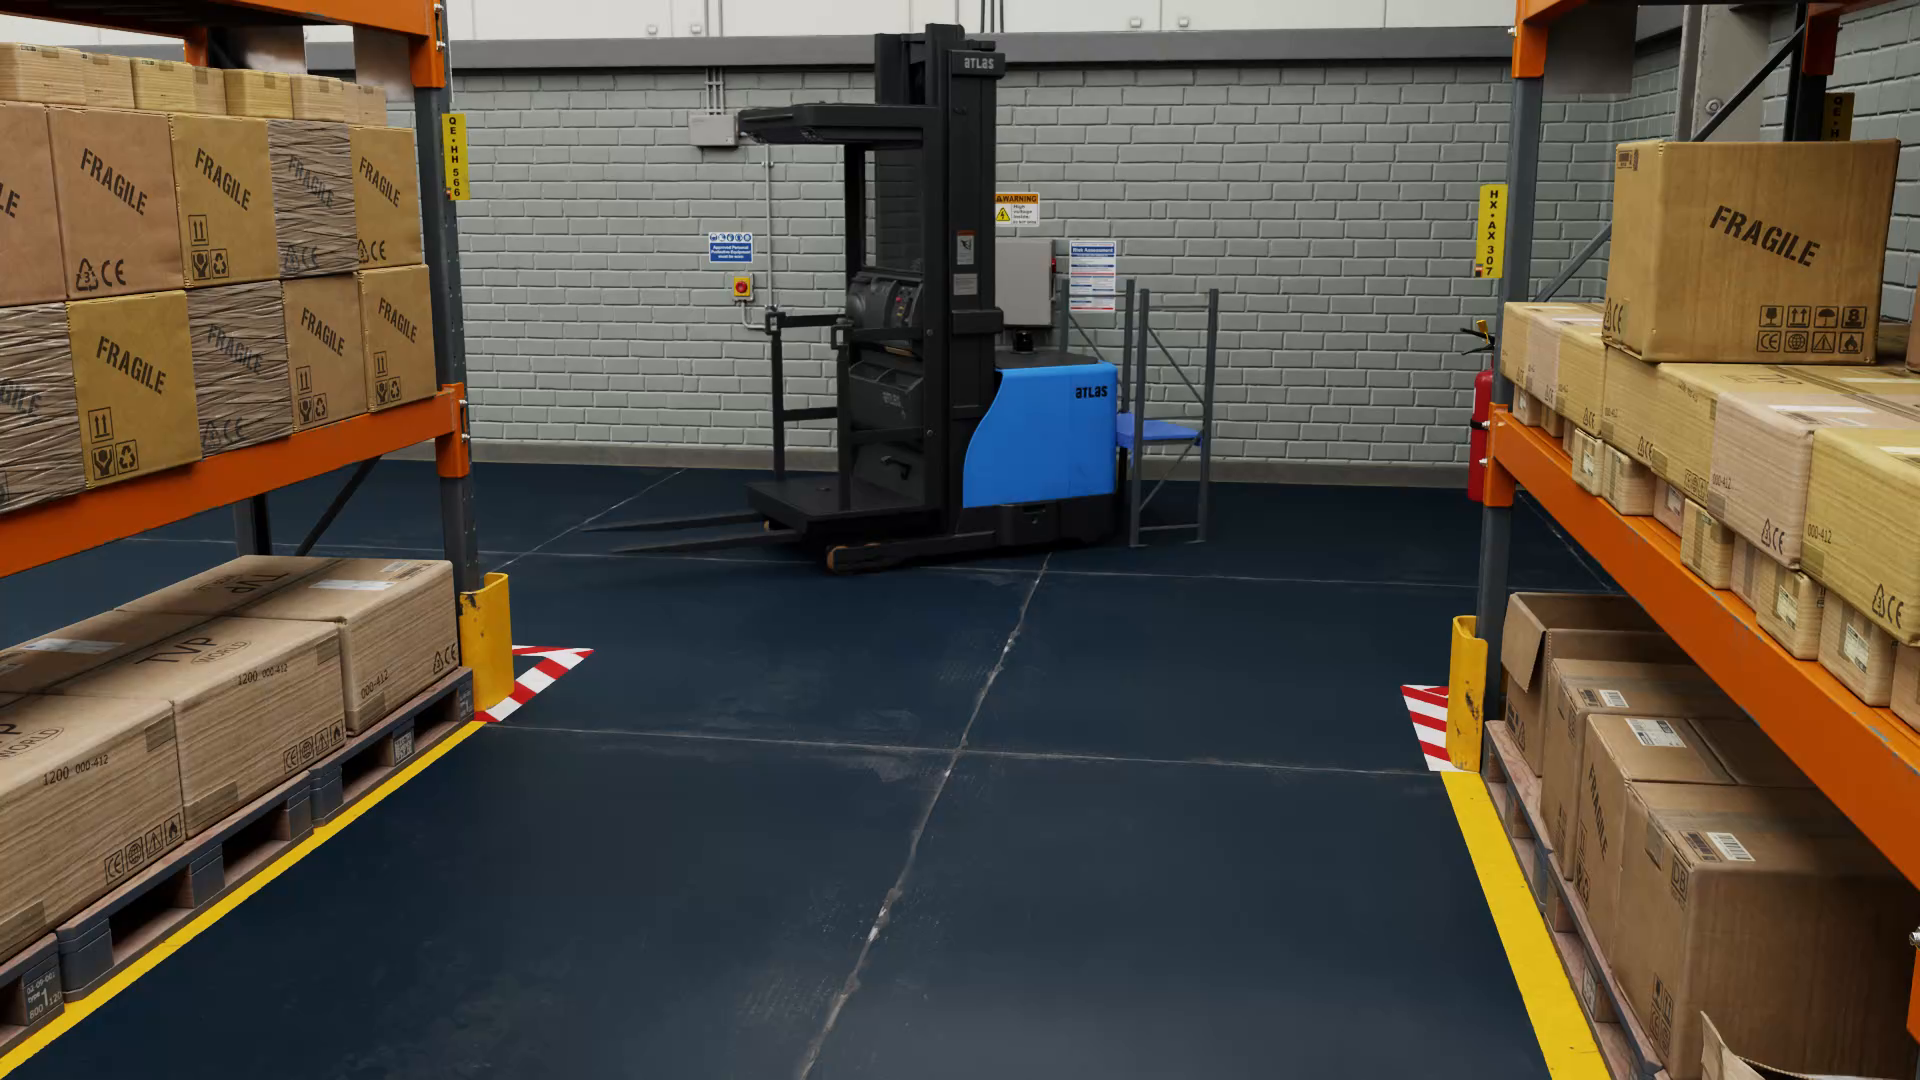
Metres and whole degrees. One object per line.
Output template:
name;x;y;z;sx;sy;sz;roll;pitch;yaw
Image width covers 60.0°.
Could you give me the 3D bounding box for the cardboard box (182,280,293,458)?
cardboard box;-2.454;-0.543;5.156;0.500;0.500;0.500;2;12;10

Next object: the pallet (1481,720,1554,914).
pallet;2.292;0.891;5.361;1.003;0.211;1.213;2;12;9

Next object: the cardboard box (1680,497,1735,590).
cardboard box;1.723;0.009;3.429;0.380;0.149;0.250;2;12;8

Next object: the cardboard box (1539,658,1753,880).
cardboard box;2.067;0.663;4.733;0.700;0.500;0.500;2;12;11

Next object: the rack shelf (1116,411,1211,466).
rack shelf;1.046;-0.631;10.184;0.538;0.185;1.000;-4;13;-22

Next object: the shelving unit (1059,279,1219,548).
shelving unit;1.050;-0.807;10.147;0.538;1.500;1.048;-4;13;-22

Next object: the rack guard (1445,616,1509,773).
rack guard;2.413;0.583;6.100;1.175;0.500;0.348;2;12;9

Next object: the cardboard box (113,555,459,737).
cardboard box;-2.483;0.373;6.226;0.875;0.438;0.875;1;12;7

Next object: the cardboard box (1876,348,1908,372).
cardboard box;2.375;-0.303;3.930;0.500;0.250;0.500;2;12;9

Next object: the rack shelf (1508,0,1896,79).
rack shelf;2.117;-1.353;3.738;1.077;0.370;4.000;2;12;9

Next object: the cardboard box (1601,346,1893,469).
cardboard box;1.879;-0.323;4.023;0.500;0.250;0.500;2;12;7

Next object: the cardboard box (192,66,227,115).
cardboard box;-2.499;-1.375;5.102;0.380;0.149;0.250;2;12;8

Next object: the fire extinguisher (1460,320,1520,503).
fire extinguisher;1.991;-0.480;6.169;0.296;0.674;0.183;2;12;9

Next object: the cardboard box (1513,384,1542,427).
cardboard box;2.103;-0.472;5.661;0.380;0.149;0.250;2;12;8

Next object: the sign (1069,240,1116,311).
sign;0.937;-1.871;11.782;0.329;0.494;0.001;2;12;9

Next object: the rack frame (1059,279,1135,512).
rack frame;0.855;-0.906;10.606;0.500;1.500;0.032;-4;13;-22

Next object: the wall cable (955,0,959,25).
wall cable;-1.141;-4.916;11.442;2.355;3.000;0.029;2;12;9

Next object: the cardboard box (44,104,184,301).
cardboard box;-2.529;-0.927;4.564;0.500;0.500;0.500;2;12;8

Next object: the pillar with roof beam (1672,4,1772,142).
pillar with roof beam;-0.523;-4.259;8.395;9.100;9.000;0.400;2;12;9

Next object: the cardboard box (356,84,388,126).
cardboard box;-2.337;-1.588;6.092;0.380;0.149;0.250;2;12;9

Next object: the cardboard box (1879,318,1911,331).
cardboard box;2.536;-0.515;4.913;0.500;0.250;0.500;2;12;9

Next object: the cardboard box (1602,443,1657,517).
cardboard box;1.836;-0.150;4.166;0.380;0.149;0.250;2;12;10

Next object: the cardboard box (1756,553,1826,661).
cardboard box;1.644;0.117;2.929;0.380;0.149;0.250;2;12;10

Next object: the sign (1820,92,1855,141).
sign;2.970;-1.353;5.652;0.100;0.325;0.005;2;12;9

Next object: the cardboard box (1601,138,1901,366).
cardboard box;1.859;-0.695;3.969;0.500;0.500;0.500;2;12;10

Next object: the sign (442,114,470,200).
sign;-1.946;-1.476;6.411;0.100;0.325;0.005;2;12;9

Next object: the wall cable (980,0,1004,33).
wall cable;1.606;-4.836;10.983;2.988;3.039;0.133;2;12;9

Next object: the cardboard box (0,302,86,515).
cardboard box;-2.600;-0.328;4.158;0.500;0.500;0.500;2;12;9

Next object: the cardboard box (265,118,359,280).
cardboard box;-2.370;-1.134;5.527;0.500;0.500;0.500;2;12;9

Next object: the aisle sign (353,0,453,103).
aisle sign;-2.163;-2.090;6.402;0.394;0.787;0.004;2;12;9

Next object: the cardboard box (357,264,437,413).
cardboard box;-2.293;-0.754;6.137;0.500;0.500;0.500;2;12;9

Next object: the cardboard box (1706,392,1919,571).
cardboard box;1.710;-0.113;3.046;0.500;0.250;0.500;2;12;9

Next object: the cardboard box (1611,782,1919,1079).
cardboard box;1.908;0.879;3.730;0.700;0.500;0.500;1;12;7

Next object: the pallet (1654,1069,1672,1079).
pallet;1.916;1.398;3.004;1.003;0.211;1.213;2;12;9

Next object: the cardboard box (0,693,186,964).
cardboard box;-2.756;0.752;4.470;0.875;0.438;0.875;2;12;7

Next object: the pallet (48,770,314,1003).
pallet;-2.716;0.971;4.988;1.003;0.211;1.213;2;12;9

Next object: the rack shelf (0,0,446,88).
rack shelf;-2.788;-1.513;4.481;1.077;0.370;4.000;2;12;9

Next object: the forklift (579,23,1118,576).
forklift;-0.615;-1.362;9.356;3.031;2.935;1.130;-6;14;-26

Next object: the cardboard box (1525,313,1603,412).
cardboard box;2.012;-0.536;5.010;0.500;0.250;0.500;2;12;9

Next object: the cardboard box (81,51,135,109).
cardboard box;-2.538;-1.267;4.601;0.380;0.149;0.250;2;12;10

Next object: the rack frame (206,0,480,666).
rack frame;-2.480;-0.815;6.653;1.000;3.000;0.127;2;12;9

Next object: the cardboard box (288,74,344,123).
cardboard box;-2.309;-1.478;5.581;0.380;0.149;0.250;2;12;8

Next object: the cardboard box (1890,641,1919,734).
cardboard box;1.609;0.226;2.419;0.380;0.149;0.250;2;12;9

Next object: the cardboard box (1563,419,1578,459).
cardboard box;2.004;-0.311;4.914;0.380;0.149;0.250;2;12;10
